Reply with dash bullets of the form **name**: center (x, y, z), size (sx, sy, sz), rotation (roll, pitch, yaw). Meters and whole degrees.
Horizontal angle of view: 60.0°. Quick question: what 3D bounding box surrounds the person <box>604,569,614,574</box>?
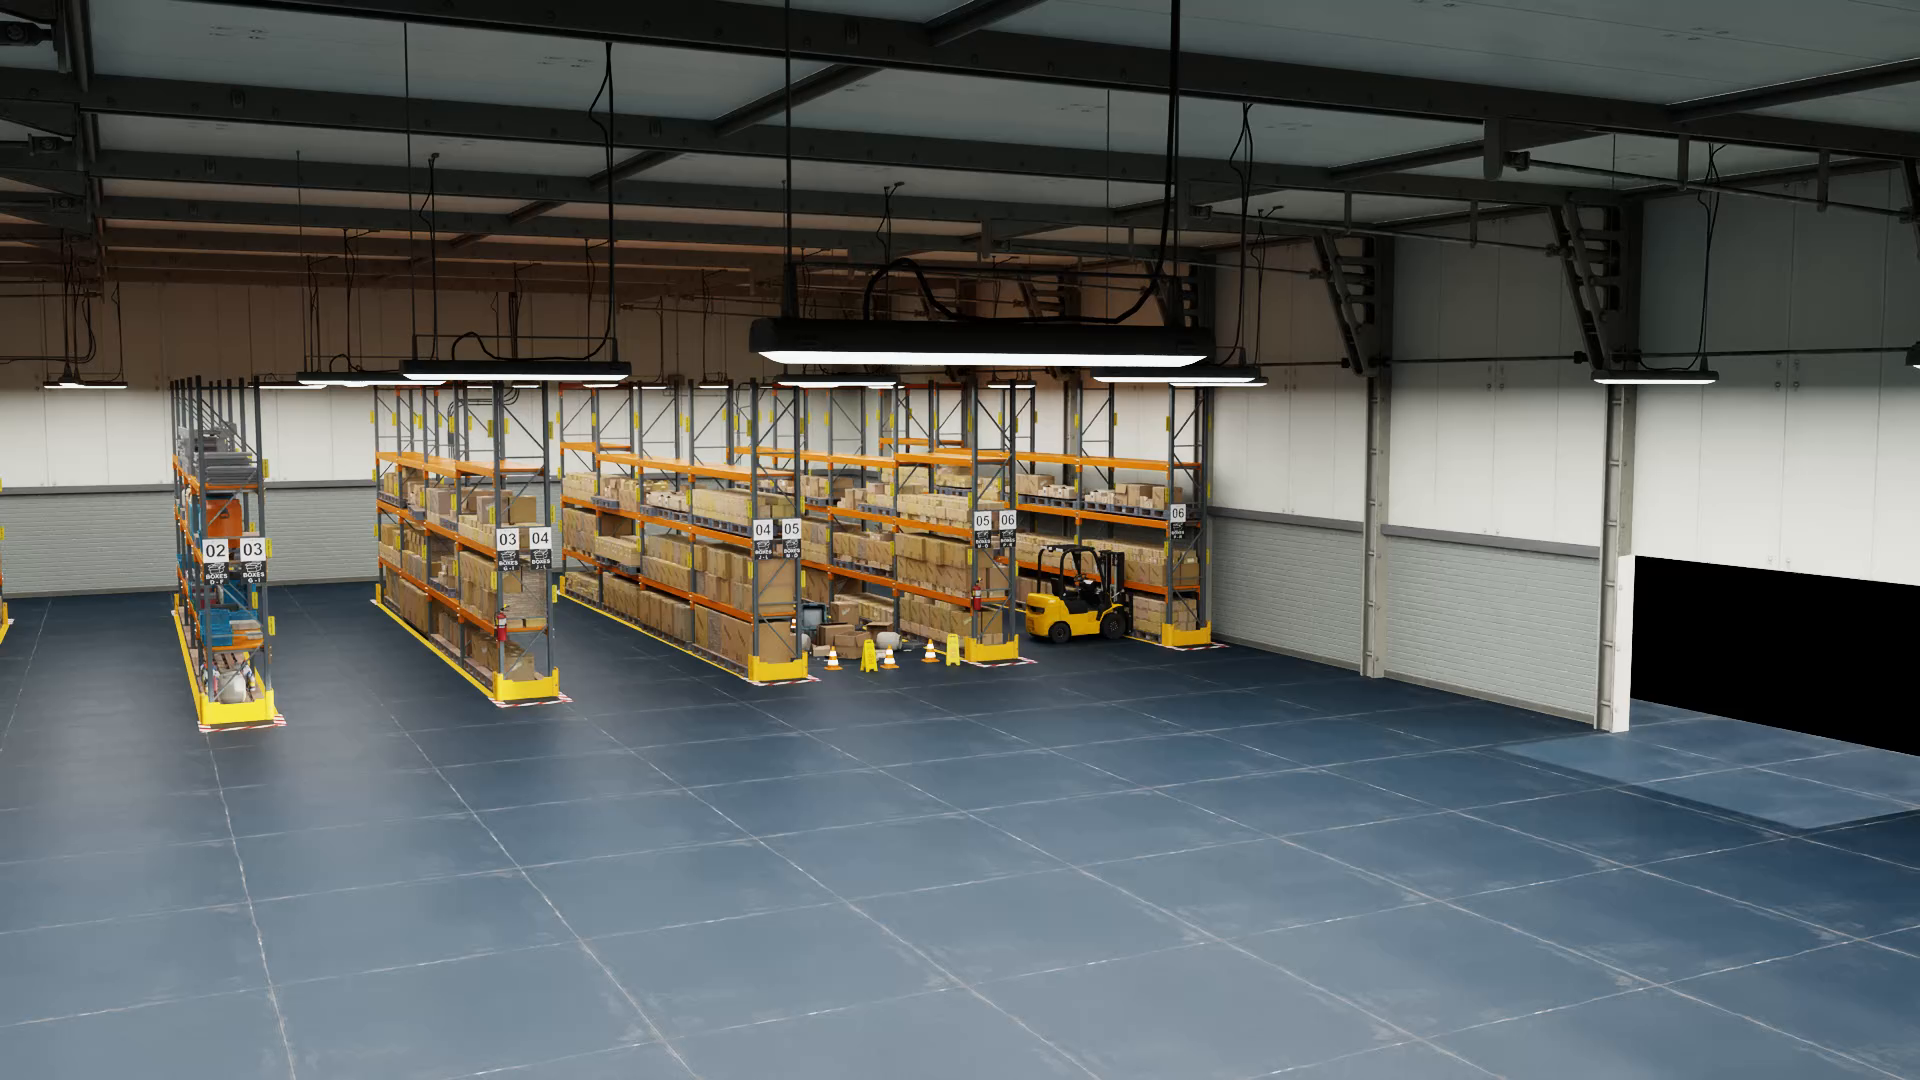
- **person**: center (-10.275, 0.491, 49.261), size (0.803, 1.732, 0.645), rotation (-3, 6, -32)
